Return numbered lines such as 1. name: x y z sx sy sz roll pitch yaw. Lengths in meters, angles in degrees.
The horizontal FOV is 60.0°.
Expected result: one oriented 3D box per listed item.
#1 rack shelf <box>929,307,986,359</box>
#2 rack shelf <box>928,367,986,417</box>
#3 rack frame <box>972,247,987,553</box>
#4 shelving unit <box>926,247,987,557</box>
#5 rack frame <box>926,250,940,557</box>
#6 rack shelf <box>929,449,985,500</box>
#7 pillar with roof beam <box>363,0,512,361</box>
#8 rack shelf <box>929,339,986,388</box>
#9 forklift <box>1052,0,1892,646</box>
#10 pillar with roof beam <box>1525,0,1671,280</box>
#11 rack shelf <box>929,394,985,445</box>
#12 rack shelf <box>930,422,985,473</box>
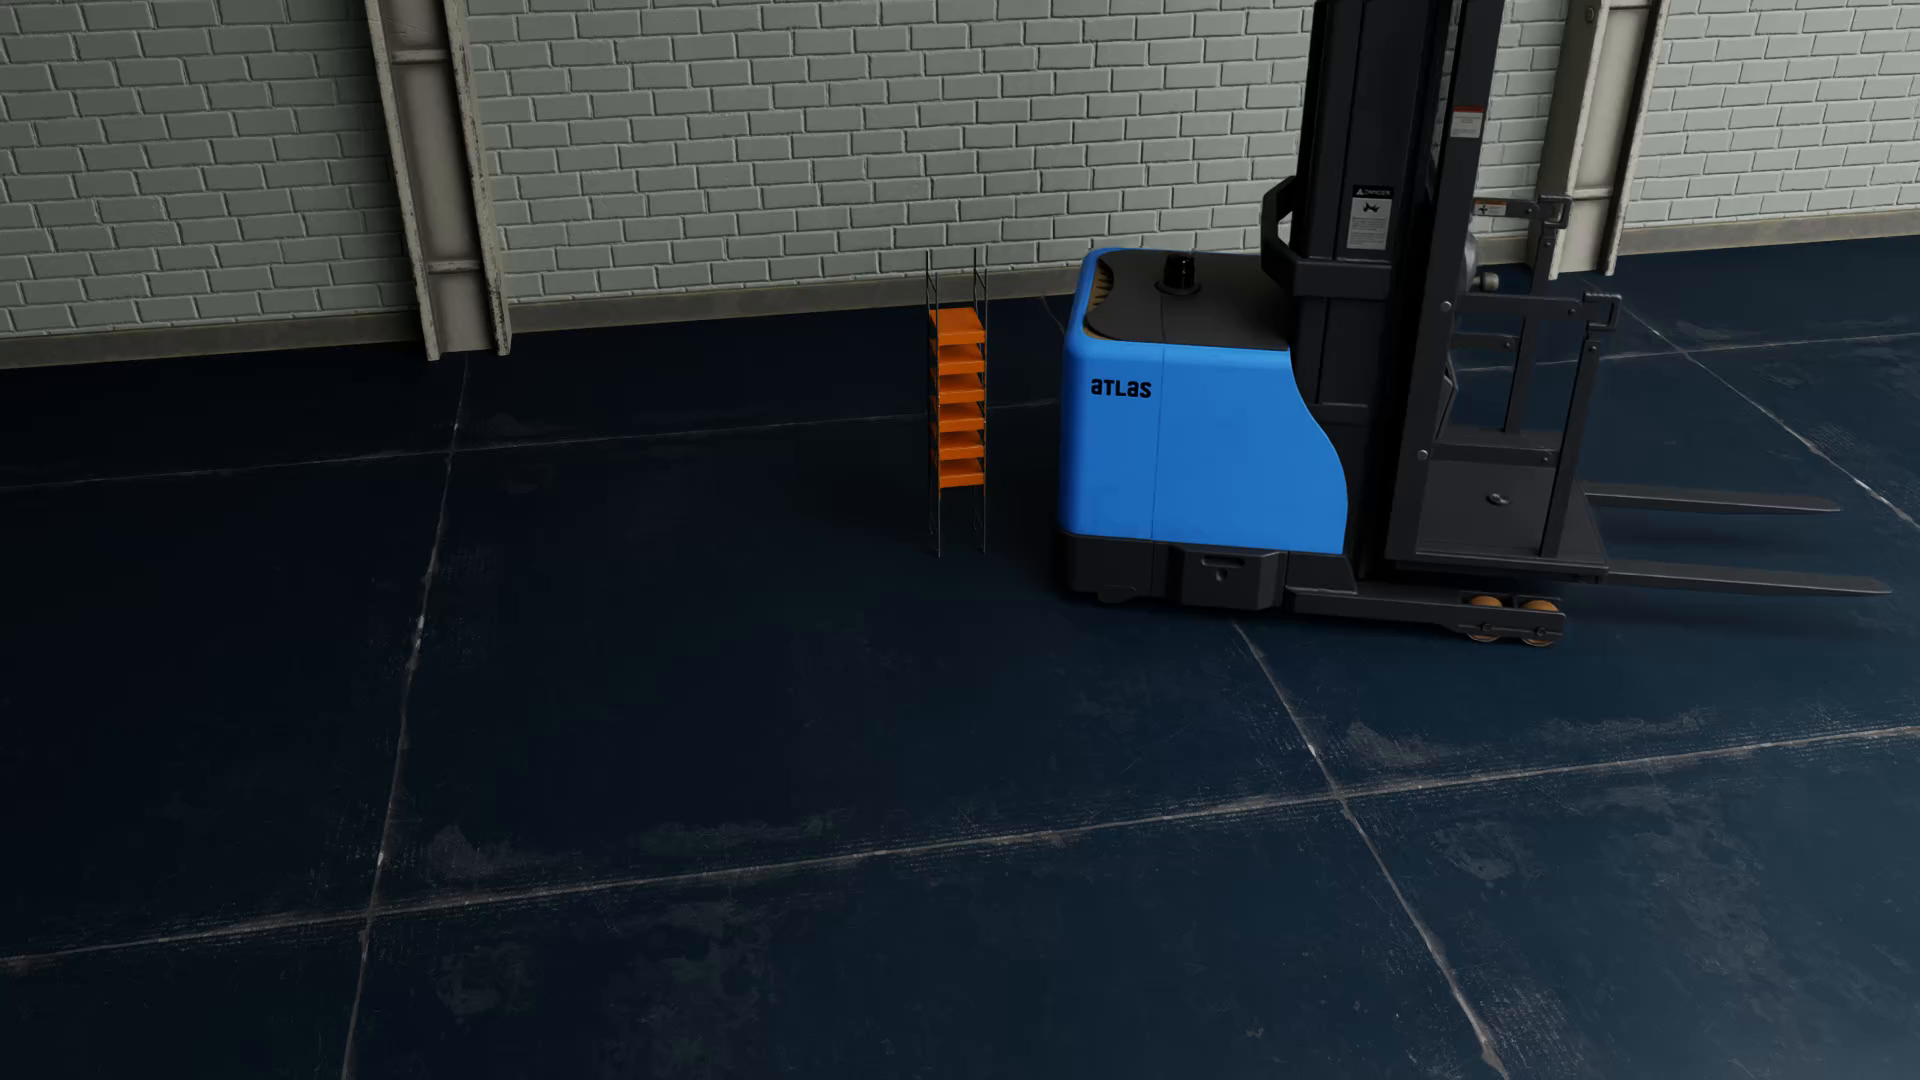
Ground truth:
1. rack shelf: -0.014 -0.788 6.284 0.180 0.103 0.258 -5 31 -9
2. rack shelf: -0.014 -0.581 6.405 0.180 0.103 0.258 -5 31 -9
3. rack frame: 0.076 -0.524 6.458 0.006 1.200 0.240 -5 31 -9
4. shelving unit: -0.014 -0.516 6.444 0.189 1.200 0.258 -5 31 -9
5. rack frame: -0.104 -0.508 6.429 0.006 1.200 0.240 -5 31 -9
6. rack shelf: -0.014 -0.271 6.588 0.180 0.103 0.258 -5 31 -9
7. pillar with roof beam: -1.706 -2.719 2.497 0.400 9.000 9.100 -5 31 -9
8. rack shelf: -0.014 -0.684 6.344 0.180 0.103 0.258 -5 31 -9
9. forklift: 1.913 -1.164 5.838 3.031 2.935 1.130 4 31 7
10. pillar with roof beam: 4.195 -3.267 3.428 0.400 9.000 9.100 -5 31 -9
11. rack shelf: -0.014 -0.478 6.466 0.180 0.103 0.258 -5 31 -9
12. rack shelf: -0.014 -0.374 6.527 0.180 0.103 0.258 -5 31 -9
